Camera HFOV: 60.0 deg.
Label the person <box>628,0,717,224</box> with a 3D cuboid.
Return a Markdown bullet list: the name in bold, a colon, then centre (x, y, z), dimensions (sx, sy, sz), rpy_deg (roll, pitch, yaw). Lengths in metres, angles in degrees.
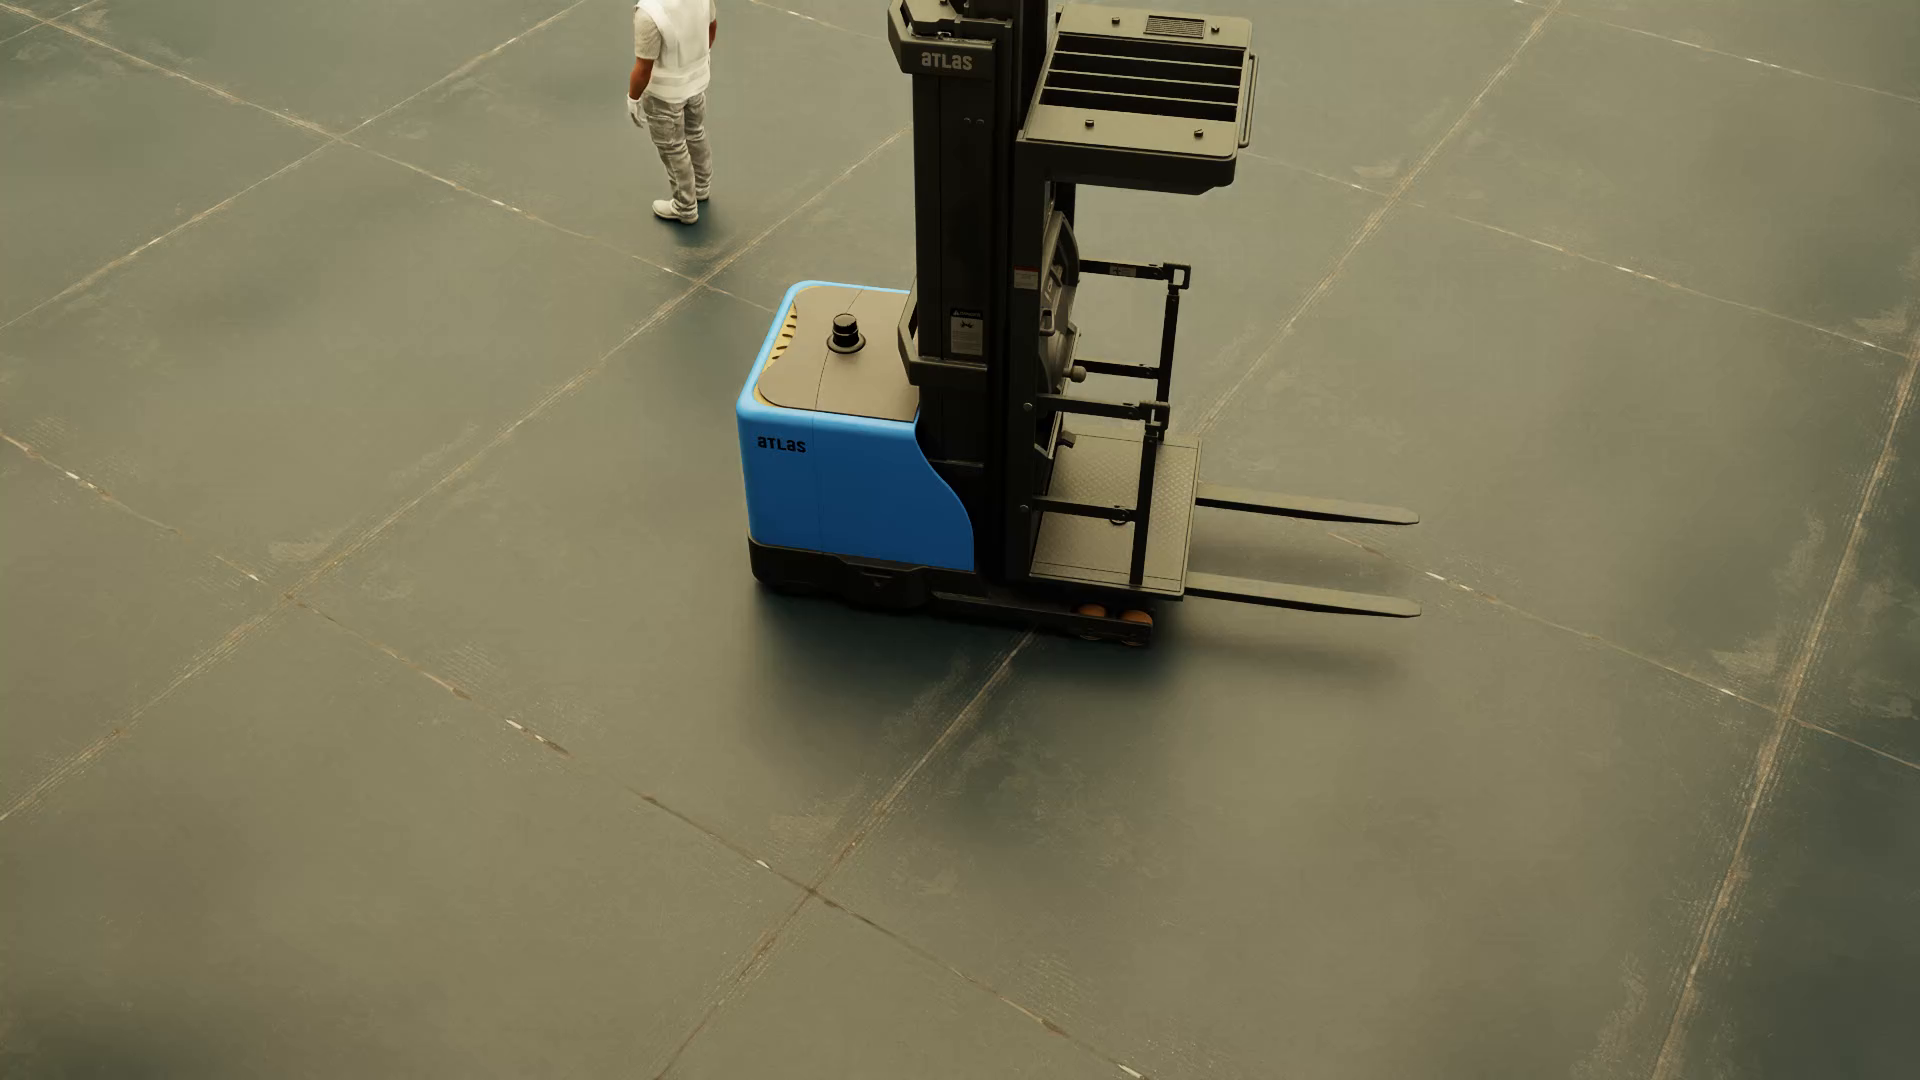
- **person**: centre (-1.679, -2.614, 9.430), dimensions (0.577, 1.782, 0.656), rpy_deg (26, 49, 25)

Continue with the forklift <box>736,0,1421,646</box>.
- **forklift**: centre (0.598, -0.987, 6.890), dimensions (3.031, 2.935, 1.130), rpy_deg (7, 44, 8)
